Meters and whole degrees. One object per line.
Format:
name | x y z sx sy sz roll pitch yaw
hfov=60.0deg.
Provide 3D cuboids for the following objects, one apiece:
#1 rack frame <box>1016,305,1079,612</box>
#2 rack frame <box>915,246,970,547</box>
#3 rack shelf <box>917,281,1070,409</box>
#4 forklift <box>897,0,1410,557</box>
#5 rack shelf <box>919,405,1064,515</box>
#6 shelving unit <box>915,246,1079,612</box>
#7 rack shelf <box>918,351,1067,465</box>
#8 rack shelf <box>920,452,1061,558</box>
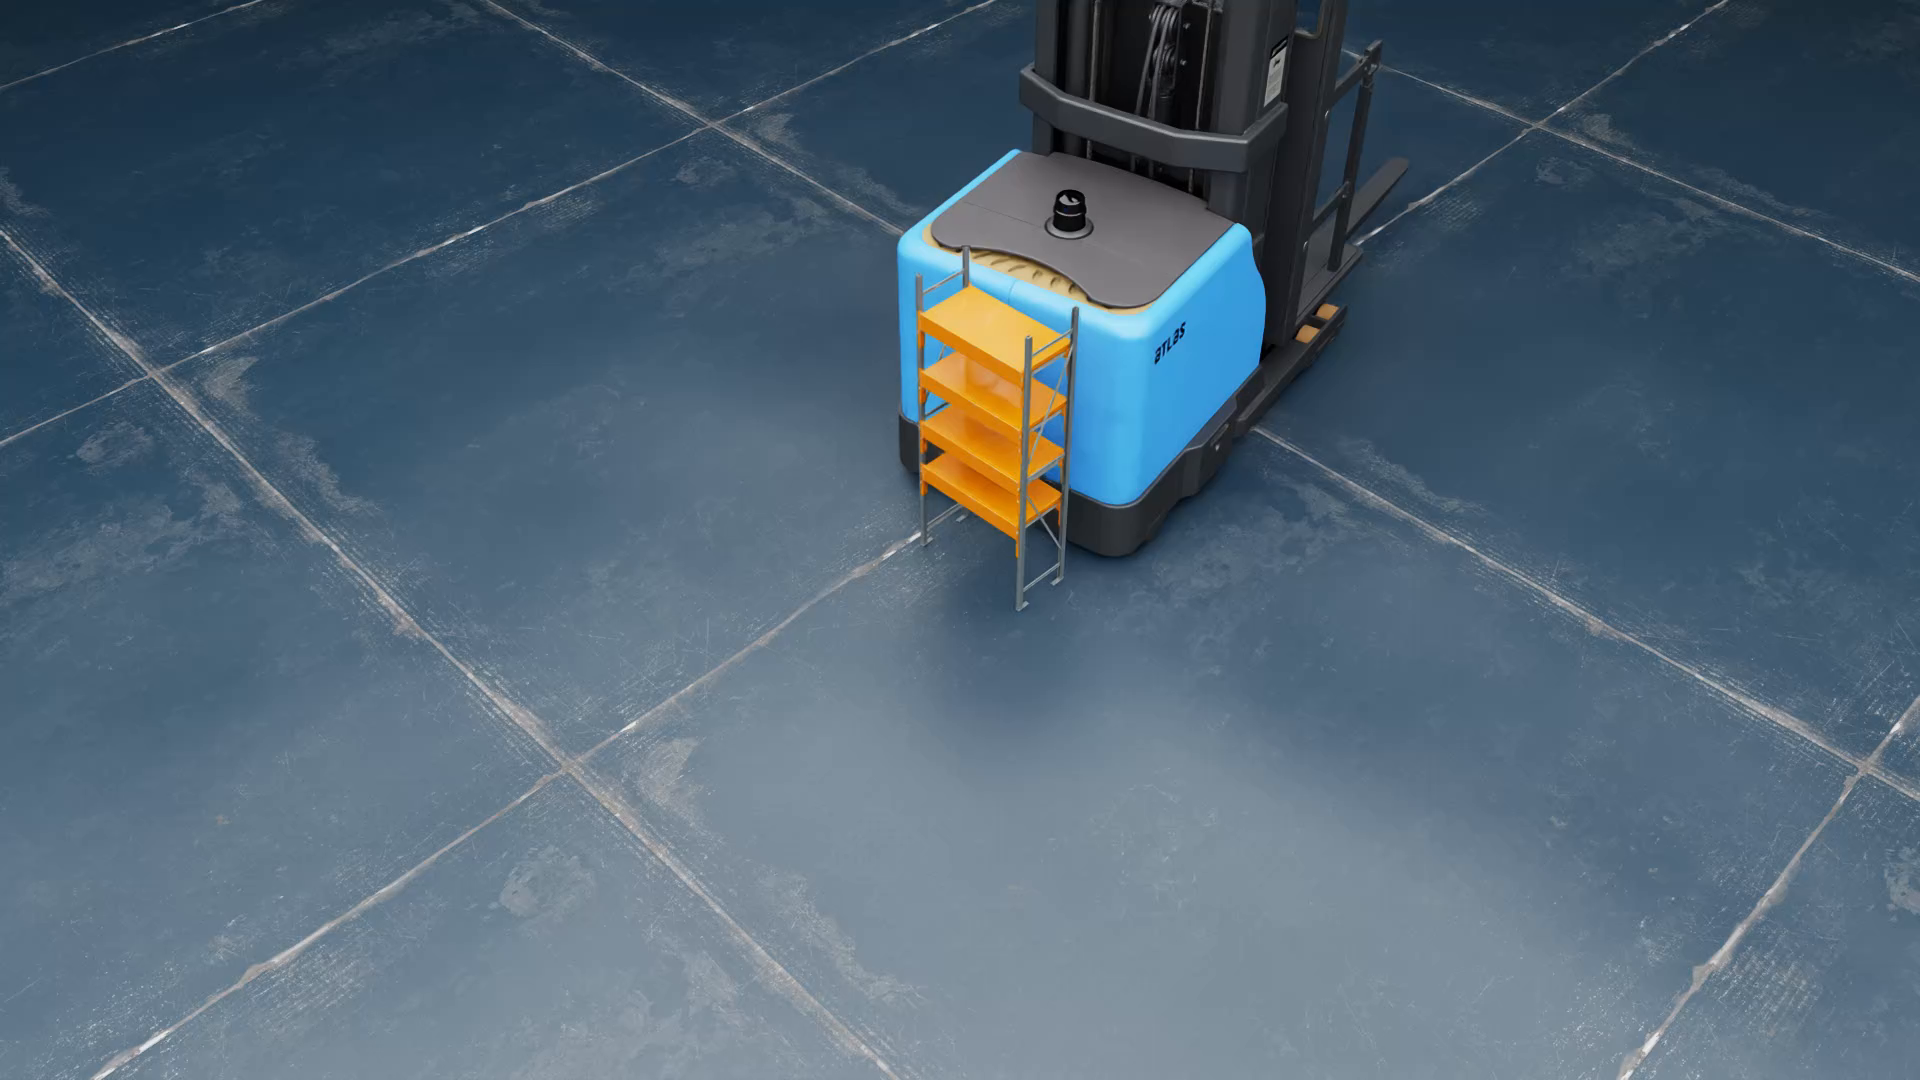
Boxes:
rack frame | 0.290 -0.244 5.630 0.015 1.200 0.240 34 52 31
rack frame | -0.058 -0.477 5.881 0.015 1.200 0.240 34 52 31
rack shelf | 0.117 -0.649 5.489 0.480 0.148 0.258 34 52 31
forklift | 1.004 -1.985 6.238 1.130 2.935 3.031 25 48 24
rack shelf | 0.116 -0.311 5.801 0.480 0.148 0.258 34 52 31
shelving unit | 0.116 -0.360 5.756 0.503 1.200 0.258 34 52 31
rack shelf | 0.116 -0.475 5.650 0.480 0.148 0.258 34 52 31
rack shelf | 0.116 -0.165 5.936 0.480 0.148 0.258 34 52 31
